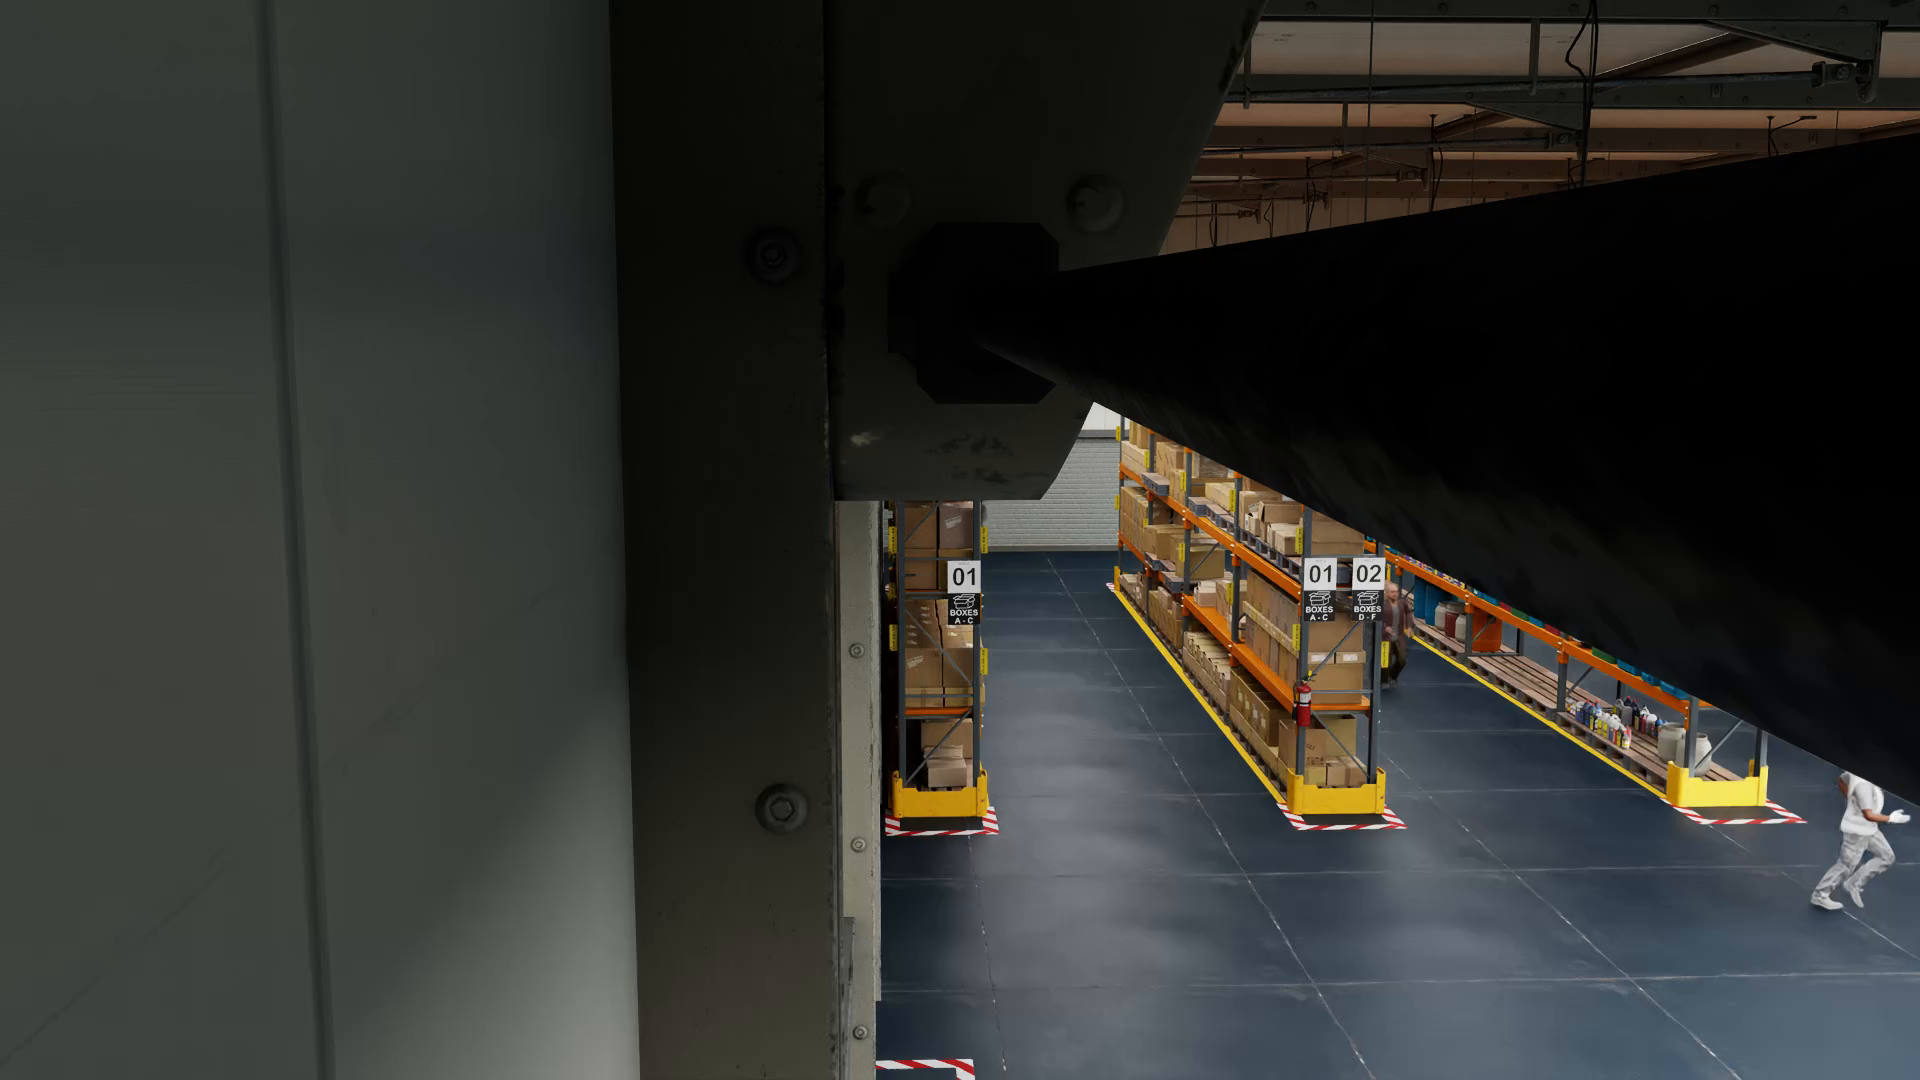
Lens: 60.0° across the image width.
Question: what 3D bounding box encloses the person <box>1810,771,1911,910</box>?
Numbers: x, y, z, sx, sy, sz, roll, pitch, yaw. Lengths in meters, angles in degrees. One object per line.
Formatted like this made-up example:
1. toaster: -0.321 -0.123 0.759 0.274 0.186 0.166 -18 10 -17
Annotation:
1. person: 9.324 2.983 17.174 0.842 1.729 0.697 5 10 32

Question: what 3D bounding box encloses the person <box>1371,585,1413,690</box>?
1. person: 7.025 1.598 26.918 0.729 1.756 0.679 -1 8 -7
